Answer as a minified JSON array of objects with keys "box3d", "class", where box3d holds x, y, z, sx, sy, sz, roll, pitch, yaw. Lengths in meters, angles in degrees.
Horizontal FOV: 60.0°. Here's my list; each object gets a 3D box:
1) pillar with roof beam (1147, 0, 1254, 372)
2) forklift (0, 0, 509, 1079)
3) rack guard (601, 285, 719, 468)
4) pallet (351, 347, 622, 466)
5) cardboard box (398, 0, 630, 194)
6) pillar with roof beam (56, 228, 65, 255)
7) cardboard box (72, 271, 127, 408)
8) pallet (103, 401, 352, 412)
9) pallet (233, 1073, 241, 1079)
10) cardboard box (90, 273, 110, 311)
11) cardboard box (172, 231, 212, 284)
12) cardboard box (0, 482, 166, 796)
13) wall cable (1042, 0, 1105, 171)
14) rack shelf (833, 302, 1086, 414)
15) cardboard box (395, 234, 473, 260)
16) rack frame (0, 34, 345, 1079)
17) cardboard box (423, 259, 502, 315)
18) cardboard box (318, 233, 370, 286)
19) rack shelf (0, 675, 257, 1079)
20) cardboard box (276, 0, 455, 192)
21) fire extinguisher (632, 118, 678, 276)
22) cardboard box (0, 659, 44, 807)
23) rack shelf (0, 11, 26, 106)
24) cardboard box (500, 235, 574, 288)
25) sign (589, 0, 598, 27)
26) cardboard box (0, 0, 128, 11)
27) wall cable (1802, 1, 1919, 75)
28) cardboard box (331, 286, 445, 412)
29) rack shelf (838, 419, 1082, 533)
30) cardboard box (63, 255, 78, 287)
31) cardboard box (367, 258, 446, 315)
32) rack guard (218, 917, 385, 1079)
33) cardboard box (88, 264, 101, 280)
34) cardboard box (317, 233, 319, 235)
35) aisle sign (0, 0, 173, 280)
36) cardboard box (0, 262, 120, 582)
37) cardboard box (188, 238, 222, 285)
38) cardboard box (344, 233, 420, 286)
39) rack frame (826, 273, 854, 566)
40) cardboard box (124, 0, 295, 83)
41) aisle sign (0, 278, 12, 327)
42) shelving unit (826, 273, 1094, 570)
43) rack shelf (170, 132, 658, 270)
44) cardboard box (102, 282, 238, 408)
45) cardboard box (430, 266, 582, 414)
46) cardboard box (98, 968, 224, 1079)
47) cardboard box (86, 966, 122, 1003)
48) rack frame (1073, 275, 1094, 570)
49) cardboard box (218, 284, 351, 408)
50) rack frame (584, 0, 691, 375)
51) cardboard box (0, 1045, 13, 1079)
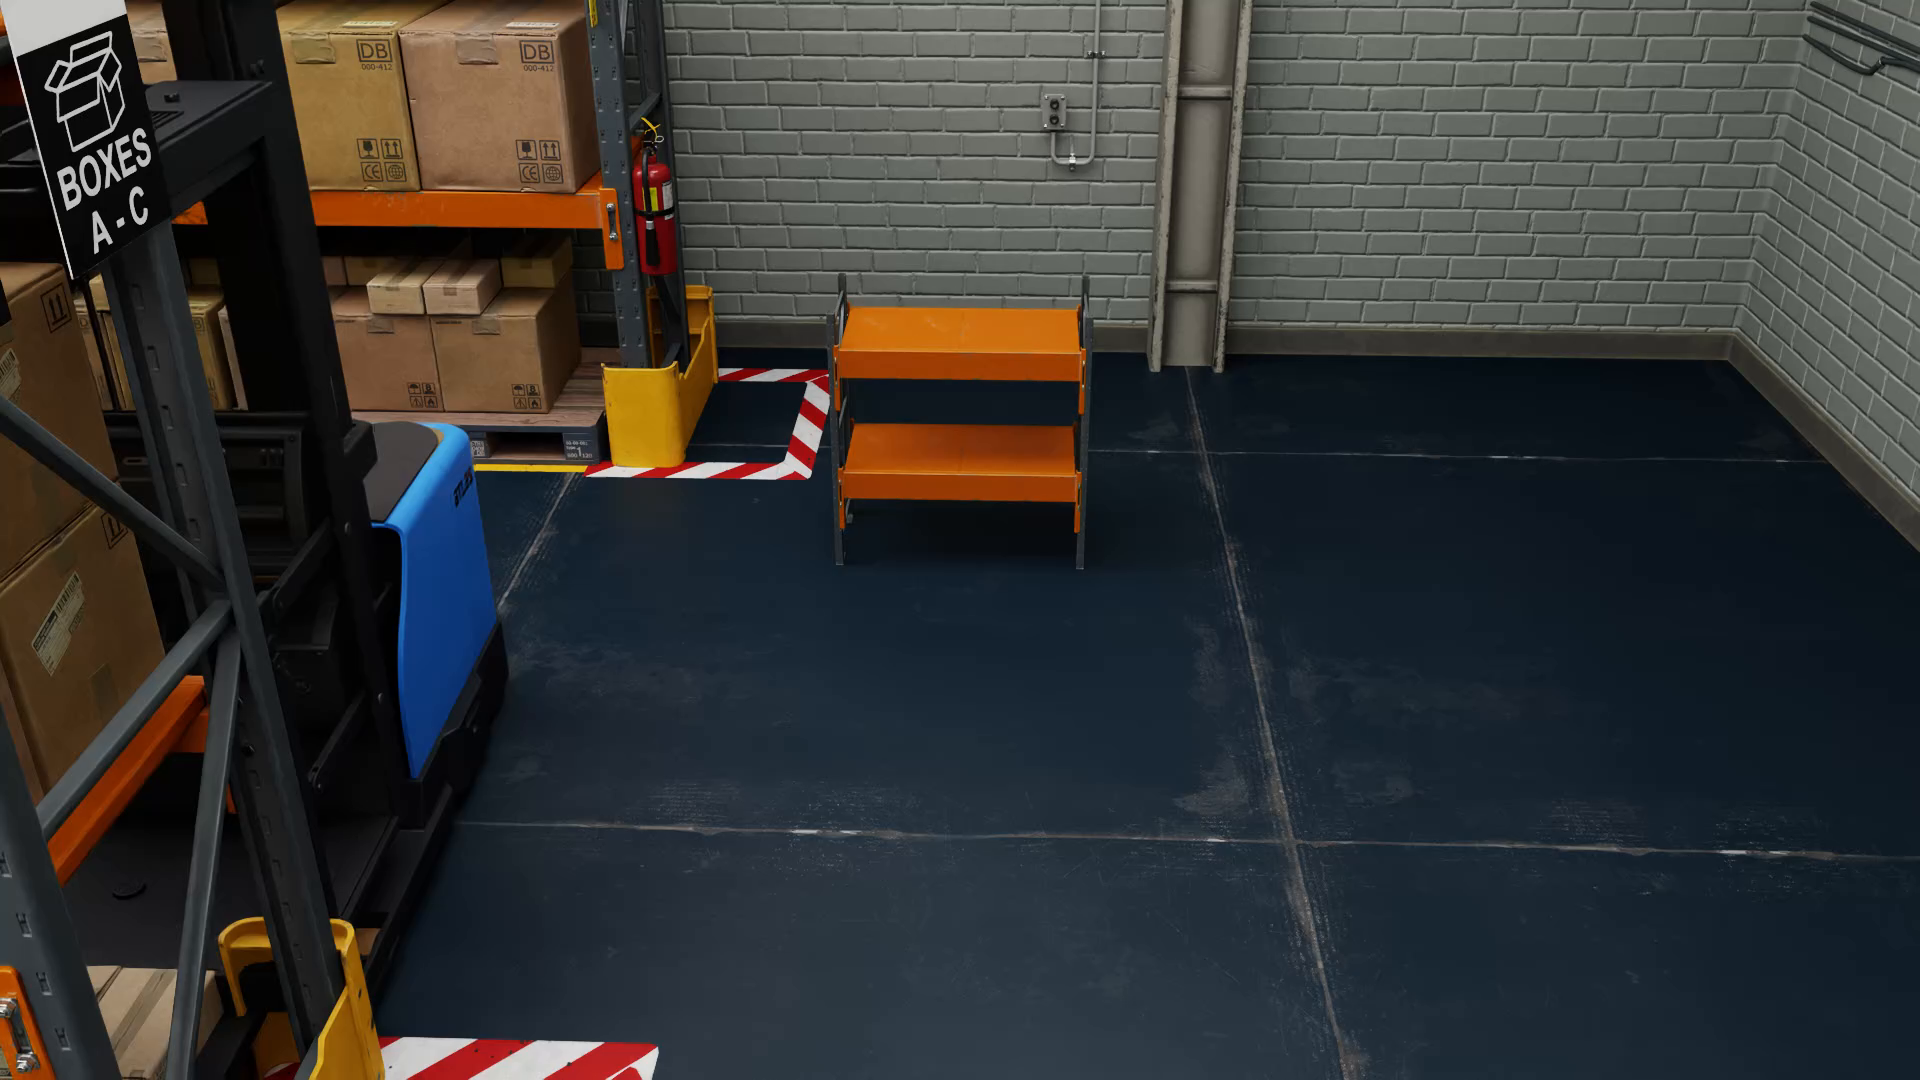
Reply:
[{"box3d":[1.077,-2.939,3.187,0.400,9.000,9.100,1,28,2],"class":"pillar with roof beam"},{"box3d":[-2.209,-0.066,4.246,1.130,2.935,3.031,0,28,1],"class":"forklift"},{"box3d":[-1.476,-0.838,8.298,0.348,0.500,1.175,1,28,2],"class":"rack guard"},{"box3d":[-2.302,-0.688,8.322,1.213,0.211,1.003,1,28,2],"class":"pallet"},{"box3d":[-2.010,-2.080,7.650,0.700,0.700,0.980,2,28,4],"class":"cardboard box"},{"box3d":[-4.920,-3.038,3.374,0.400,9.000,9.100,1,28,2],"class":"pillar with roof beam"},{"box3d":[-4.252,-1.020,8.193,0.500,0.500,0.700,1,28,1],"class":"cardboard box"},{"box3d":[-3.518,-0.709,8.363,1.213,0.211,1.003,1,28,2],"class":"pallet"},{"box3d":[-2.544,1.594,4.019,1.213,0.211,1.003,1,28,2],"class":"pallet"},{"box3d":[-3.897,-1.217,7.871,0.250,0.149,0.380,0,28,0],"class":"cardboard box"},{"box3d":[-3.849,-1.396,8.208,0.250,0.149,0.380,1,28,2],"class":"cardboard box"},{"box3d":[-2.105,0.201,3.562,0.500,0.500,0.500,2,28,3],"class":"cardboard box"},{"box3d":[-0.187,-2.814,8.271,1.851,1.984,0.084,1,28,2],"class":"wall cable"},{"box3d":[0.007,-0.755,6.849,1.000,0.278,0.538,1,28,2],"class":"rack shelf"},{"box3d":[-2.578,-1.375,8.170,0.250,0.149,0.380,1,28,2],"class":"cardboard box"},{"box3d":[-1.671,0.374,3.342,0.053,2.616,0.949,1,28,2],"class":"rack frame"},{"box3d":[-2.338,-1.193,7.825,0.250,0.149,0.380,1,28,1],"class":"cardboard box"},{"box3d":[-3.082,-1.384,8.185,0.250,0.149,0.380,1,28,3],"class":"cardboard box"},{"box3d":[-3.670,0.660,3.570,4.000,0.370,1.077,1,28,2],"class":"rack shelf"},{"box3d":[-2.738,-2.086,7.663,0.700,0.700,0.980,1,28,1],"class":"cardboard box"},{"box3d":[-1.366,-1.526,7.407,0.183,0.674,0.296,1,28,2],"class":"fire extinguisher"},{"box3d":[-2.129,0.451,3.089,0.500,0.500,0.500,2,28,3],"class":"cardboard box"},{"box3d":[-3.670,-0.665,2.867,4.000,0.370,1.077,1,28,2],"class":"rack shelf"},{"box3d":[-2.071,-1.367,8.155,0.250,0.149,0.380,1,28,2],"class":"cardboard box"},{"box3d":[-1.533,-2.306,6.908,0.005,0.325,0.100,1,28,2],"class":"sign"},{"box3d":[-4.227,-2.111,7.709,0.700,0.700,0.980,0,28,0],"class":"cardboard box"},{"box3d":[4.140,-2.961,6.544,0.112,2.526,3.097,1,28,2],"class":"wall cable"},{"box3d":[-2.703,-0.997,8.149,0.500,0.500,0.700,1,28,2],"class":"cardboard box"},{"box3d":[0.007,-0.281,7.101,1.000,0.278,0.538,1,28,2],"class":"rack shelf"},{"box3d":[-4.418,-1.226,7.888,0.250,0.149,0.380,2,28,4],"class":"cardboard box"},{"box3d":[-2.594,-1.197,7.832,0.250,0.149,0.380,2,28,3],"class":"cardboard box"},{"box3d":[-1.747,1.479,3.927,0.348,0.500,1.175,1,28,2],"class":"rack guard"},{"box3d":[-4.102,-1.400,8.217,0.250,0.149,0.380,0,28,0],"class":"cardboard box"},{"box3d":[-3.338,-1.387,8.193,0.250,0.149,0.380,1,28,2],"class":"cardboard box"},{"box3d":[-1.593,-0.909,2.987,0.004,0.787,0.394,1,28,2],"class":"aisle sign"},{"box3d":[-2.105,-0.241,3.328,0.500,0.500,0.500,2,28,3],"class":"cardboard box"},{"box3d":[-3.591,-1.392,8.201,0.250,0.149,0.380,0,28,1],"class":"cardboard box"},{"box3d":[-2.828,-1.380,8.178,0.250,0.149,0.380,1,28,2],"class":"cardboard box"},{"box3d":[-0.501,-0.505,7.002,0.032,1.125,0.500,1,28,2],"class":"rack frame"},{"box3d":[-3.499,-2.103,7.695,0.700,0.700,0.980,0,28,-1],"class":"cardboard box"},{"box3d":[-1.614,-0.629,2.458,0.004,0.787,0.394,1,28,2],"class":"aisle sign"},{"box3d":[0.007,-0.497,6.986,1.048,1.125,0.538,1,28,2],"class":"shelving unit"},{"box3d":[-3.499,-1.659,7.944,4.000,0.370,1.077,1,28,2],"class":"rack shelf"},{"box3d":[-3.739,-1.011,8.175,0.500,0.500,0.700,2,28,3],"class":"cardboard box"},{"box3d":[-2.203,-0.989,8.134,0.500,0.500,0.700,1,28,2],"class":"cardboard box"},{"box3d":[-2.078,1.273,4.220,0.250,0.149,0.380,1,28,2],"class":"cardboard box"},{"box3d":[-2.328,1.261,4.224,0.250,0.166,0.380,1,28,2],"class":"cardboard box"},{"box3d":[0.515,-0.488,6.970,0.032,1.125,0.500,1,28,2],"class":"rack frame"},{"box3d":[-3.206,-1.005,8.165,0.500,0.500,0.700,0,28,0],"class":"cardboard box"},{"box3d":[-1.500,-1.943,7.713,0.127,3.000,1.000,1,28,2],"class":"rack frame"},{"box3d":[-2.223,1.392,3.621,0.500,0.500,0.500,1,28,2],"class":"cardboard box"}]
